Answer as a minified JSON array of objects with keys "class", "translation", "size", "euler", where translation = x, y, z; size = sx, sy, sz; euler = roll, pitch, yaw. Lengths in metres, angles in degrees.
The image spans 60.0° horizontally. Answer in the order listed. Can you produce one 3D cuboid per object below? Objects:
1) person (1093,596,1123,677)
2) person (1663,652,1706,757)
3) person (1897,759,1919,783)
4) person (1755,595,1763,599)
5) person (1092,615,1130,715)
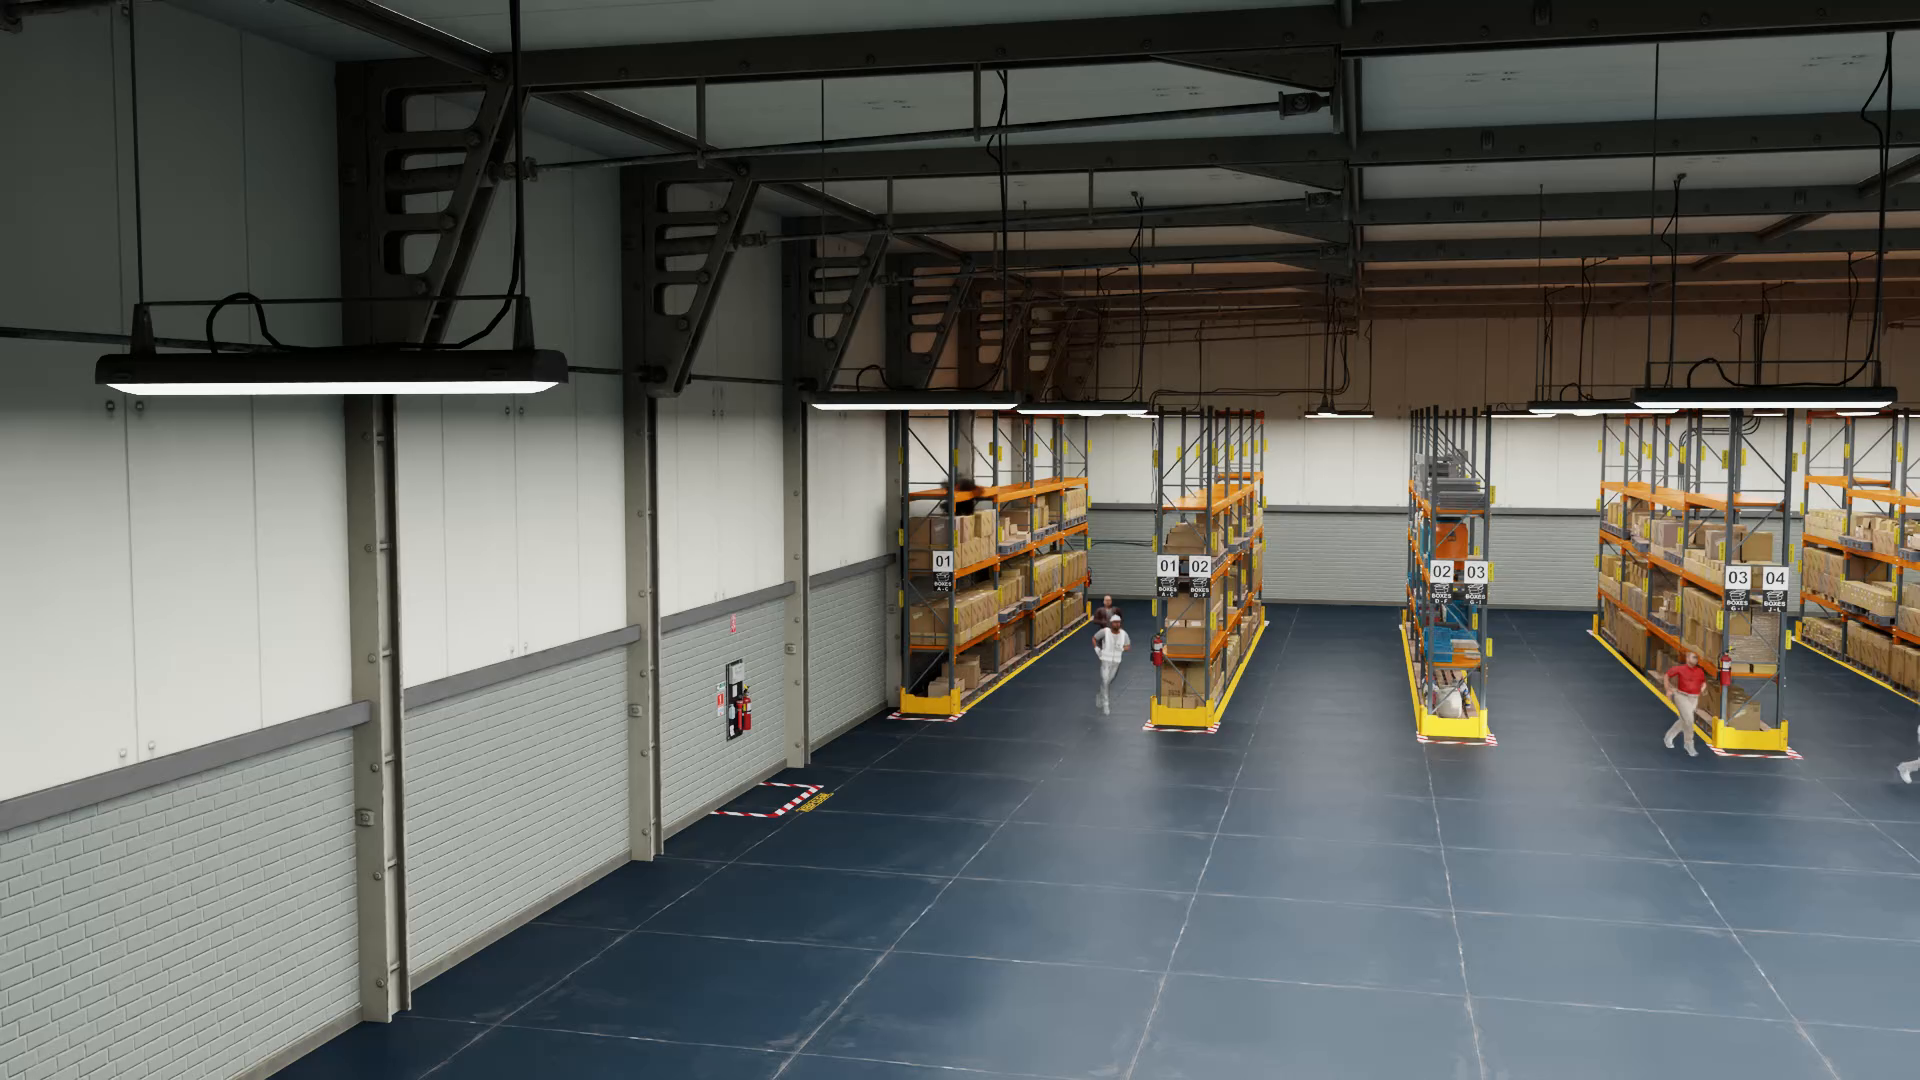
[{"class":"person","translation":[3.324,2.163,37.315],"size":[0.685,1.826,0.776],"euler":[0,4,3]},{"class":"person","translation":[12.609,2.803,28.743],"size":[0.670,1.728,0.872],"euler":[-1,4,-19]},{"class":"person","translation":[14.936,3.021,25.517],"size":[0.683,1.767,0.942],"euler":[-4,6,-42]},{"class":"person","translation":[20.329,1.906,42.197],"size":[0.610,1.641,0.853],"euler":[1,4,10]},{"class":"person","translation":[2.873,2.322,31.390],"size":[0.684,1.834,0.789],"euler":[-1,4,-18]}]
